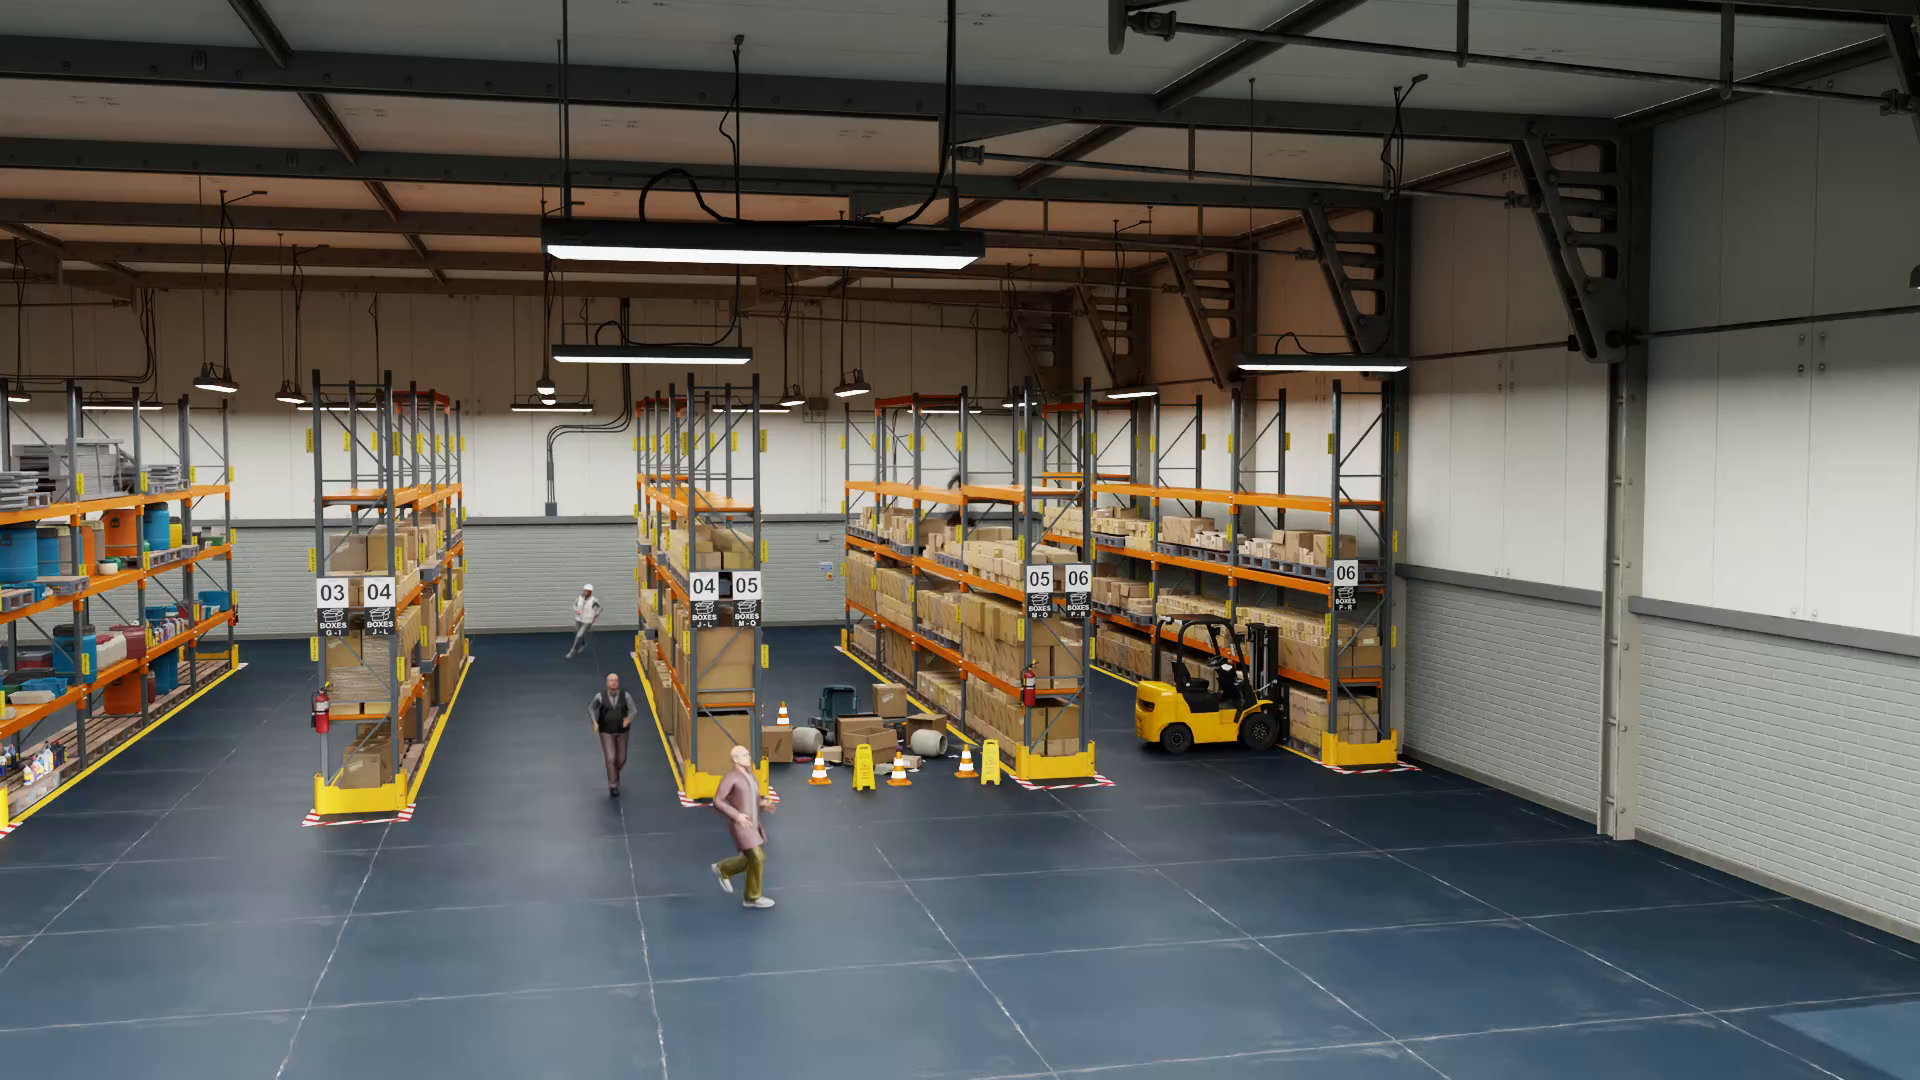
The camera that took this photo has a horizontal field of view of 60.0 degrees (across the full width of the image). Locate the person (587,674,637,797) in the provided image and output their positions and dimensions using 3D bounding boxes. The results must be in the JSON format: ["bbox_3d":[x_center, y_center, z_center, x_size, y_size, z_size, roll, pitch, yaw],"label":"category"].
[{"bbox_3d":[-4.973,2.856,23.842,0.684,1.512,0.908,-1,4,-20],"label":"person"}]

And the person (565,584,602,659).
[{"bbox_3d":[-8.804,1.890,39.049,0.736,1.708,0.995,1,3,14],"label":"person"}]

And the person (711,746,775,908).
[{"bbox_3d":[-2.377,3.093,18.006,0.813,1.733,0.715,1,4,21],"label":"person"}]
